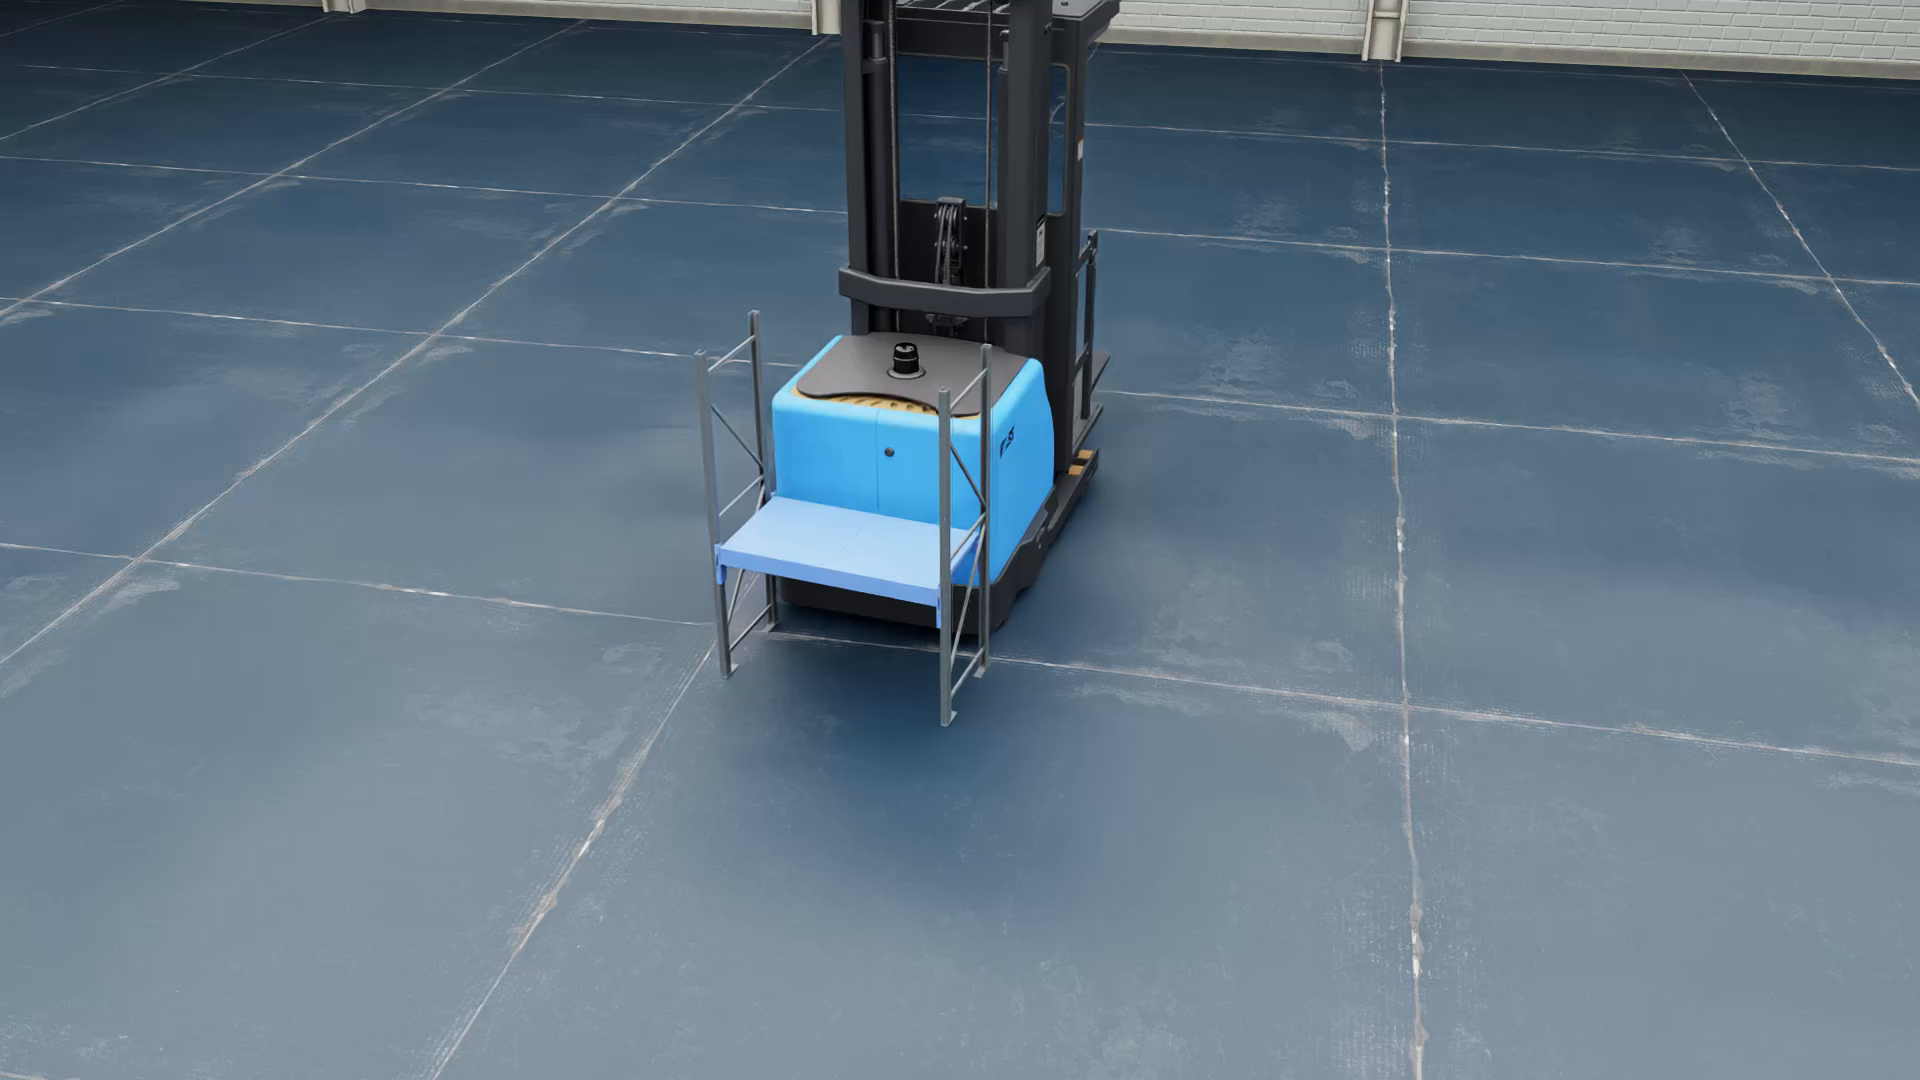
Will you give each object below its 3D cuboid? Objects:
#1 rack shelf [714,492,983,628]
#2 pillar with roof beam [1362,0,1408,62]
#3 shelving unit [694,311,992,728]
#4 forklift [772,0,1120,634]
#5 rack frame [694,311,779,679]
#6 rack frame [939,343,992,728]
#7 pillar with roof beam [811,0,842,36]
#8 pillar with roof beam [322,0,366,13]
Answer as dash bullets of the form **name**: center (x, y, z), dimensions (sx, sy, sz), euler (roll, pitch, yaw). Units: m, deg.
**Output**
- **rack shelf**: center (-0.453, 0.071, 6.933), dimensions (1.000, 0.185, 0.538), euler (10, 30, 18)
- **pillar with roof beam**: center (3.543, -7.014, 11.690), dimensions (0.400, 9.000, 9.100), euler (6, 29, 11)
- **shelving unit**: center (-0.453, -0.087, 6.847), dimensions (1.048, 1.500, 0.538), euler (10, 30, 18)
- **forklift**: center (0.103, -1.561, 8.049), dimensions (1.130, 2.935, 3.031), euler (9, 30, 15)
- **rack frame**: center (-0.928, -0.173, 7.005), dimensions (0.032, 1.500, 0.500), euler (10, 30, 18)
- **rack frame**: center (0.023, -0.001, 6.689), dimensions (0.032, 1.500, 0.500), euler (10, 30, 18)
- **pillar with roof beam**: center (-2.325, -7.615, 12.789), dimensions (0.400, 9.000, 9.100), euler (6, 29, 11)
- **pillar with roof beam**: center (-8.193, -8.217, 13.888), dimensions (0.400, 9.000, 9.100), euler (6, 29, 11)
